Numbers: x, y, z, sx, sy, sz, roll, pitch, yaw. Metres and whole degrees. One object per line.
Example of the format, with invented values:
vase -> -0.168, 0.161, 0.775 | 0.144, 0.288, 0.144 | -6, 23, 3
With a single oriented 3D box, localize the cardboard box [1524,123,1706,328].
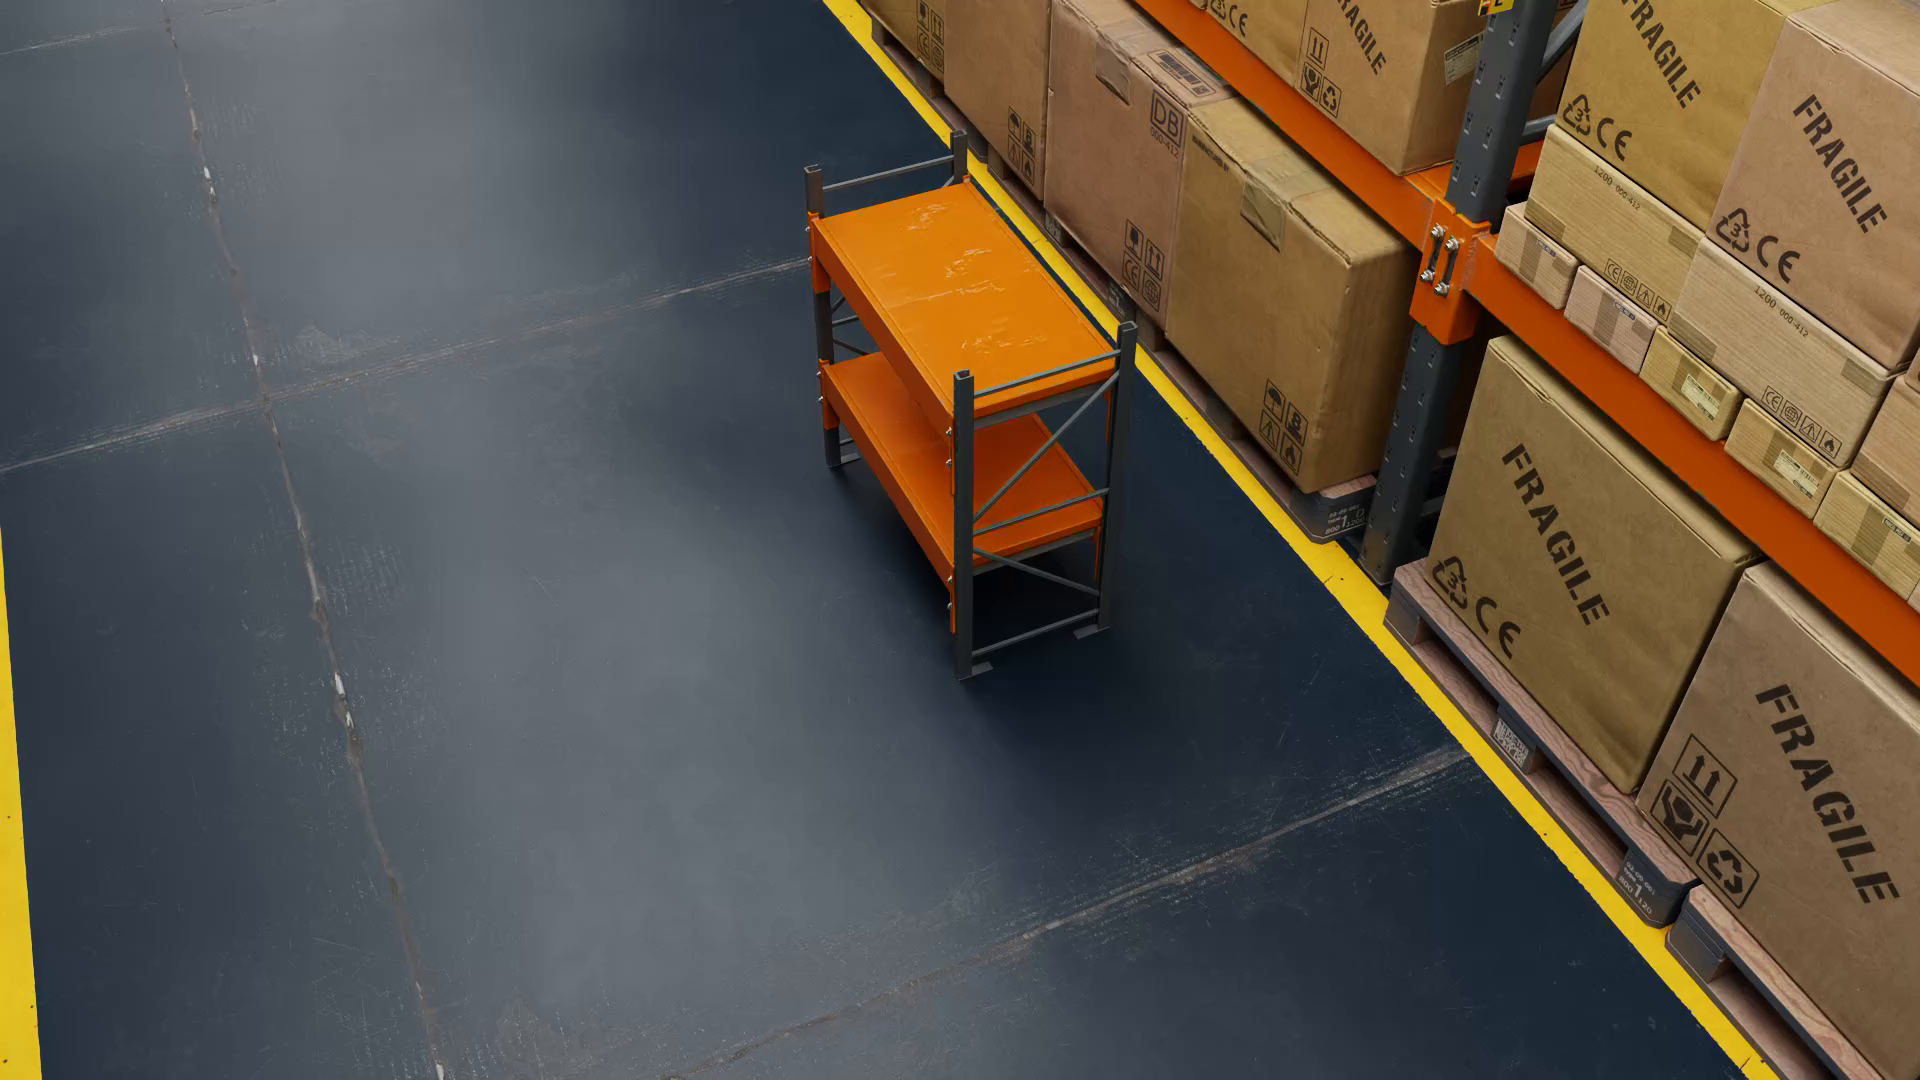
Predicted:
cardboard box -> 1.673, -0.780, 3.800 | 0.500, 0.250, 0.500 | -19, 48, -18

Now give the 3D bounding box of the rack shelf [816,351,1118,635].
rack shelf -> 0.003, -0.222, 5.022 | 0.538, 0.278, 1.000 | -18, 47, -17

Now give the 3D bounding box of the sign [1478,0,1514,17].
sign -> 1.225, -1.322, 3.686 | 0.100, 0.325, 0.005 | -18, 47, -17

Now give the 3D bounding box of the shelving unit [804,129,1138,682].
shelving unit -> 0.003, -0.396, 4.851 | 0.538, 1.125, 1.048 | -18, 47, -17

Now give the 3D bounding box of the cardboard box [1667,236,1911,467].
cardboard box -> 1.878, -0.462, 3.478 | 0.500, 0.250, 0.500 | -18, 47, -18

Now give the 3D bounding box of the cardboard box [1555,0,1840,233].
cardboard box -> 1.683, -1.043, 3.533 | 0.500, 0.500, 0.500 | -18, 47, -17

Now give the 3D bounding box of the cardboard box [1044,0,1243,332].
cardboard box -> 1.050, -1.469, 5.817 | 1.225, 0.875, 0.875 | -20, 48, -19

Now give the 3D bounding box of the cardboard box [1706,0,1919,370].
cardboard box -> 1.883, -0.727, 3.213 | 0.500, 0.500, 0.500 | -18, 47, -17

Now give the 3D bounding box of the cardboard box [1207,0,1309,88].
cardboard box -> 1.067, -1.675, 4.741 | 0.500, 0.500, 0.500 | -17, 47, -16

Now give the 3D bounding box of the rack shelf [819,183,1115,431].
rack shelf -> 0.003, -0.657, 4.593 | 0.459, 0.093, 0.952 | -18, 47, -17

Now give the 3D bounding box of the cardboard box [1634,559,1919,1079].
cardboard box -> 2.297, 0.520, 3.801 | 0.875, 0.875, 0.875 | -18, 47, -17

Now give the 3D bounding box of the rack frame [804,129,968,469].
rack frame -> -0.211, -0.720, 5.179 | 0.500, 1.125, 0.032 | -18, 47, -17

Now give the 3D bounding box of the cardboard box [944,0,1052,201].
cardboard box -> 0.671, -2.031, 6.386 | 1.225, 0.875, 0.875 | -18, 47, -17

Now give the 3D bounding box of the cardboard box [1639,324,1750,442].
cardboard box -> 1.758, -0.393, 3.692 | 0.380, 0.149, 0.250 | -17, 47, -16

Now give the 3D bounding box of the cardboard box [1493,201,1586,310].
cardboard box -> 1.536, -0.729, 4.032 | 0.380, 0.149, 0.250 | -18, 47, -17

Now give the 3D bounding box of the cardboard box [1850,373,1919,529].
cardboard box -> 2.101, -0.134, 3.145 | 0.500, 0.250, 0.500 | -17, 47, -16

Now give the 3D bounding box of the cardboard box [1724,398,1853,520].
cardboard box -> 1.870, -0.226, 3.523 | 0.380, 0.149, 0.250 | -19, 48, -18

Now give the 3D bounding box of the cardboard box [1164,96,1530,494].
cardboard box -> 1.426, -0.900, 5.240 | 1.225, 0.875, 0.875 | -18, 47, -17

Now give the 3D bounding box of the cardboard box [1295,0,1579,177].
cardboard box -> 1.269, -1.358, 4.419 | 0.500, 0.500, 0.500 | -18, 47, -17

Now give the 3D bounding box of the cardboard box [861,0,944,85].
cardboard box -> 0.303, -2.601, 6.964 | 1.225, 0.875, 0.875 | -20, 48, -19

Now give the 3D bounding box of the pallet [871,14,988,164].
pallet -> 0.295, -2.136, 7.265 | 1.003, 0.211, 1.213 | -18, 47, -17

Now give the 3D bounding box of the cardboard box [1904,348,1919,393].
cardboard box -> 2.106, -0.397, 2.878 | 0.500, 0.500, 0.500 | -19, 48, -19

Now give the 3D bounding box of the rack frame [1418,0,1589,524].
rack frame -> 1.711, -1.104, 4.233 | 0.949, 2.616, 0.053 | -18, 47, -17

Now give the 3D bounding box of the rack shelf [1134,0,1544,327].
rack shelf -> 0.873, -2.123, 5.778 | 1.077, 0.370, 4.000 | -18, 47, -17

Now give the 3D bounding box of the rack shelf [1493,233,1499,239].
rack shelf -> 2.554, 0.356, 3.126 | 0.919, 0.124, 3.809 | -18, 47, -17

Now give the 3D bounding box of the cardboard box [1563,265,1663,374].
cardboard box -> 1.647, -0.561, 3.862 | 0.380, 0.149, 0.250 | -20, 48, -19

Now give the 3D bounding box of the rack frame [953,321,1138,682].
rack frame -> 0.217, -0.072, 4.522 | 0.500, 1.125, 0.032 | -18, 47, -17

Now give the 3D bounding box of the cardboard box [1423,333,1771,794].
cardboard box -> 1.918, -0.054, 4.382 | 0.875, 0.875, 0.875 | -18, 47, -17

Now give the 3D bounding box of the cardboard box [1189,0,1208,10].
cardboard box -> 0.841, -2.006, 5.076 | 0.500, 0.500, 0.500 | -19, 48, -18

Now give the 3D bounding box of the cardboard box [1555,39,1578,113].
cardboard box -> 1.747, -1.507, 4.571 | 0.500, 0.500, 0.500 | -18, 47, -17
